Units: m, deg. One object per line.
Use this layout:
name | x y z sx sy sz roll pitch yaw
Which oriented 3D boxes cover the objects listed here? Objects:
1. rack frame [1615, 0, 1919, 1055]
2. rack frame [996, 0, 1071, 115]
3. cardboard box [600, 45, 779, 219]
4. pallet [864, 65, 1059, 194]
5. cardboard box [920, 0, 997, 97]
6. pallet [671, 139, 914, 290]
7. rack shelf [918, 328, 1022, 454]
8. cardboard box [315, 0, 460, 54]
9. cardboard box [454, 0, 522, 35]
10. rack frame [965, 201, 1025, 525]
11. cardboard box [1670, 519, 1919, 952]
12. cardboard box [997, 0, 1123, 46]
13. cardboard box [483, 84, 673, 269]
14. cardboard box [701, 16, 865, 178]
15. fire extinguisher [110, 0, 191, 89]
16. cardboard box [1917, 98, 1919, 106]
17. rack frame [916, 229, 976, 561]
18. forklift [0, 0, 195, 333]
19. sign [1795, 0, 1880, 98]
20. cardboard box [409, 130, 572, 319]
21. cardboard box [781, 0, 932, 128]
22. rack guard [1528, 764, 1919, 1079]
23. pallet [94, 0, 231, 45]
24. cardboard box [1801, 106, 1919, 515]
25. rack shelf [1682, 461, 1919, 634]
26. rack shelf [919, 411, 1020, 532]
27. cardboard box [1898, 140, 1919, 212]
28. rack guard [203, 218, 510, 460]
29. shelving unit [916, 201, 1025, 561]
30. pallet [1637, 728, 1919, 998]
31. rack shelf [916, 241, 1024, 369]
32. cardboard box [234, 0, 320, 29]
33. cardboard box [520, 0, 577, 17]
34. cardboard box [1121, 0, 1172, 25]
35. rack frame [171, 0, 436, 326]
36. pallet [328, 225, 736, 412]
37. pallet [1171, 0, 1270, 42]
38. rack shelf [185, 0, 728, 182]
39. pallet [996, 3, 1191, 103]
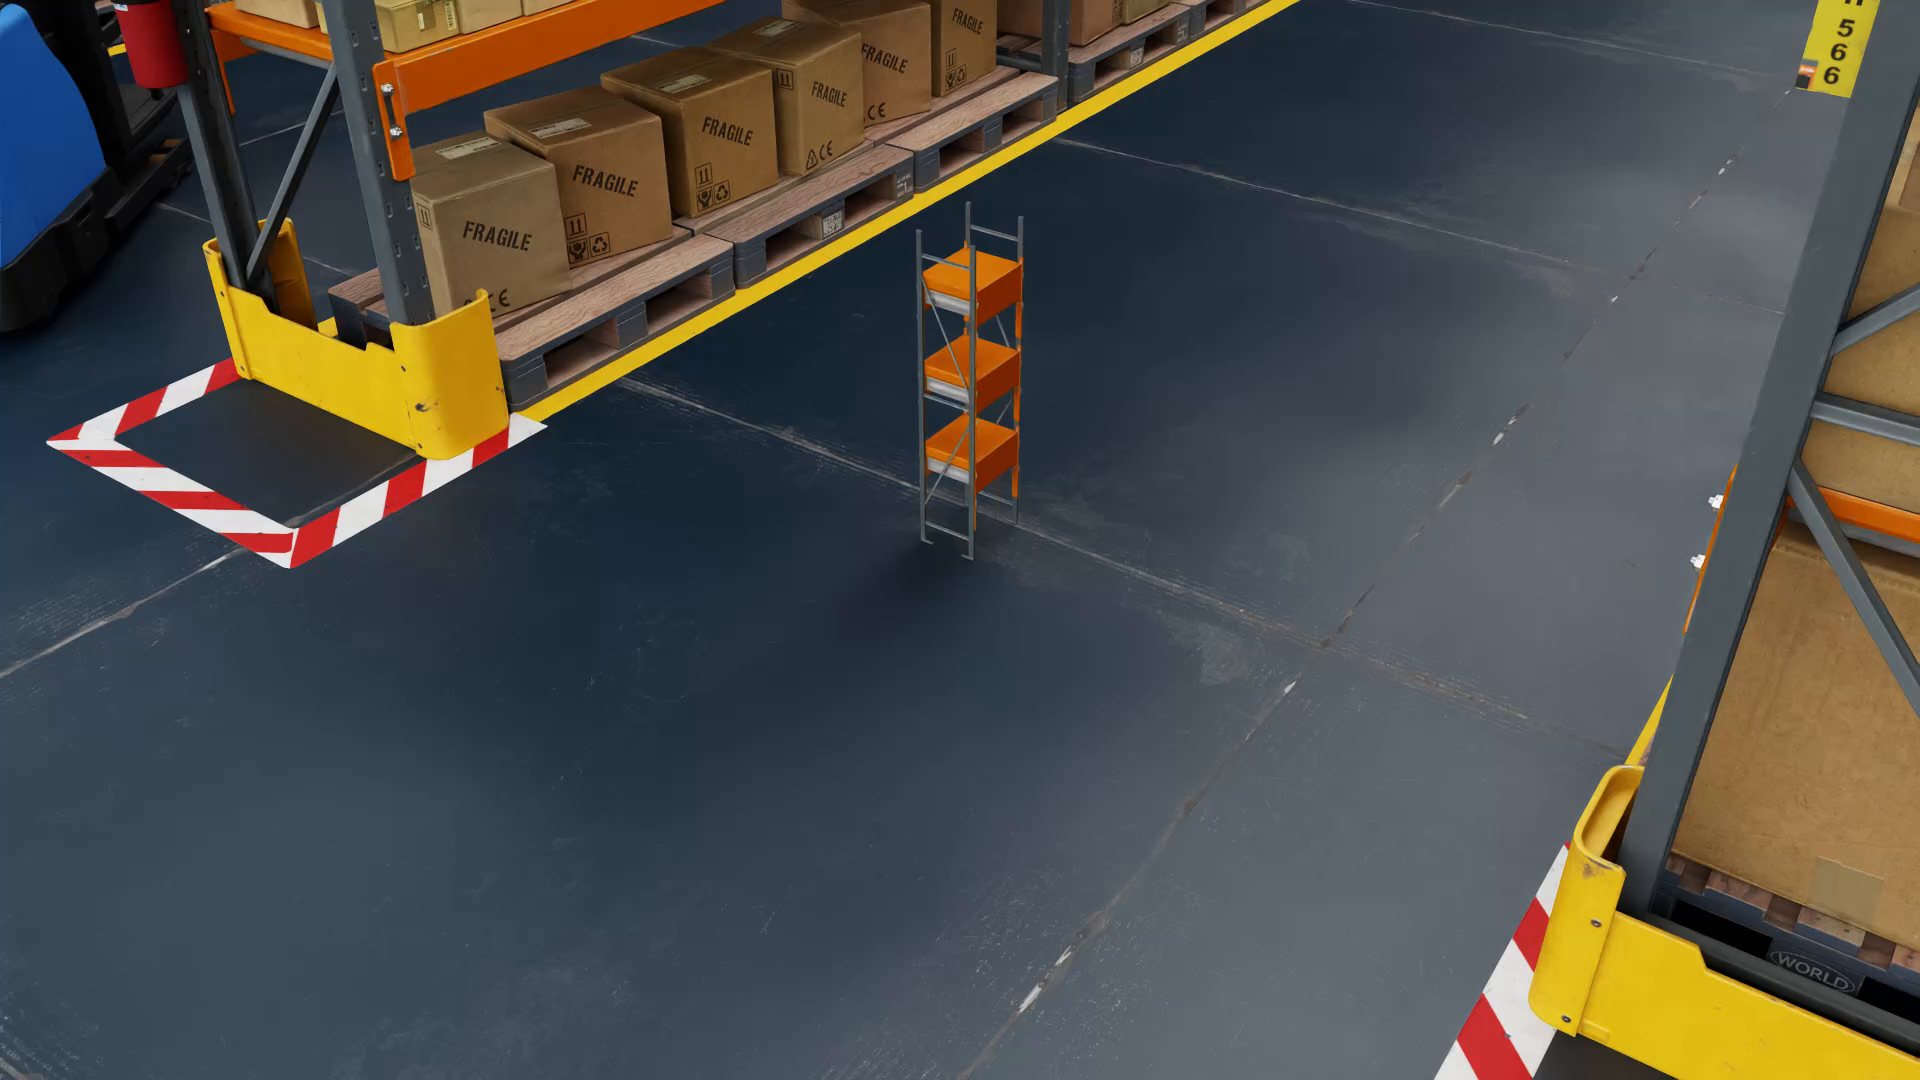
rack frame | 1.837 -0.098 2.718 1.000 3.000 0.127 21 39 28
rack frame | 0.101 -3.570 7.851 1.000 3.000 0.127 21 39 28
cardboard box | -1.125 -1.718 6.969 0.500 0.500 0.500 25 42 32
pallet | -0.253 -2.094 8.159 1.003 0.211 1.213 21 39 28
cardboard box | -0.160 -2.537 8.180 0.500 0.500 0.500 20 39 27
pallet | -0.948 -1.531 7.325 1.003 0.211 1.213 21 39 28
rack shelf | 0.031 -0.451 4.998 0.215 0.259 0.240 21 39 28
cardboard box | -1.821 -1.680 5.281 0.380 0.149 0.250 21 39 28
cardboard box | -1.663 -1.789 5.442 0.380 0.149 0.250 21 39 28
rack frame | 0.100 -0.516 5.075 0.200 1.050 0.008 21 39 28
cardboard box | 2.170 0.275 3.688 0.875 0.875 0.875 21 40 28
cardboard box | 0.469 -2.992 8.836 0.700 0.500 0.500 18 38 25
cardboard box | -1.497 -1.436 6.552 0.500 0.500 0.500 -25 41 -32
cardboard box | -0.770 -1.960 7.327 0.500 0.500 0.500 18 38 24
fire extinguisher | -2.624 -1.791 5.290 0.296 0.674 0.183 21 39 28
cardboard box | 2.318 -1.049 3.025 0.875 0.550 0.550 21 39 28
rack frame | -0.039 -0.403 4.909 0.200 1.050 0.008 21 39 28
forklift | -4.135 -2.769 6.728 1.130 2.935 3.031 -2 34 -2
sign | 1.399 -0.856 2.593 0.100 0.325 0.005 21 39 28
cardboard box | -1.810 -1.150 6.129 0.500 0.500 0.500 -29 43 -35
cardboard box | -0.480 -2.271 7.787 0.500 0.500 0.500 -23 40 -30
rack guard | 1.824 0.948 3.401 1.175 0.500 0.348 21 39 28
pallet | -5.080 -3.137 9.701 1.003 0.211 1.213 21 39 28
cardboard box | 2.012 -0.346 2.949 0.875 0.550 0.550 21 39 28
rack shelf | 2.978 -0.721 4.280 1.077 0.370 4.000 21 39 28
rack shelf | 0.031 -0.221 5.154 0.215 0.259 0.240 21 39 28
cardboard box | 2.081 -0.766 2.607 0.875 0.550 0.550 21 39 28
rack guard | -2.137 -0.729 5.881 1.175 0.500 0.348 21 39 28
shelving unit | 0.031 -0.460 4.992 0.215 1.050 0.252 21 39 28
pallet | 2.229 0.664 4.080 1.003 0.211 1.213 21 39 28
rack shelf | 0.031 -0.686 4.839 0.215 0.259 0.240 21 39 28
cardboard box | -2.187 -1.822 5.491 0.380 0.149 0.250 21 39 28
cardboard box | -1.508 -1.899 5.605 0.380 0.149 0.250 21 39 28
cardboard box | 0.756 -3.206 9.151 0.700 0.500 0.500 21 39 28
rack frame | -2.180 -1.729 5.129 1.000 3.000 0.127 21 39 28
pallet | -1.644 -0.971 6.498 1.003 0.211 1.213 21 39 28
pallet | 1.239 -3.337 9.996 1.003 0.211 1.213 21 39 28
rack shelf | -1.039 -2.351 6.692 1.077 0.370 4.000 21 39 28
pallet | 0.544 -2.773 9.163 1.003 0.211 1.213 21 39 28
